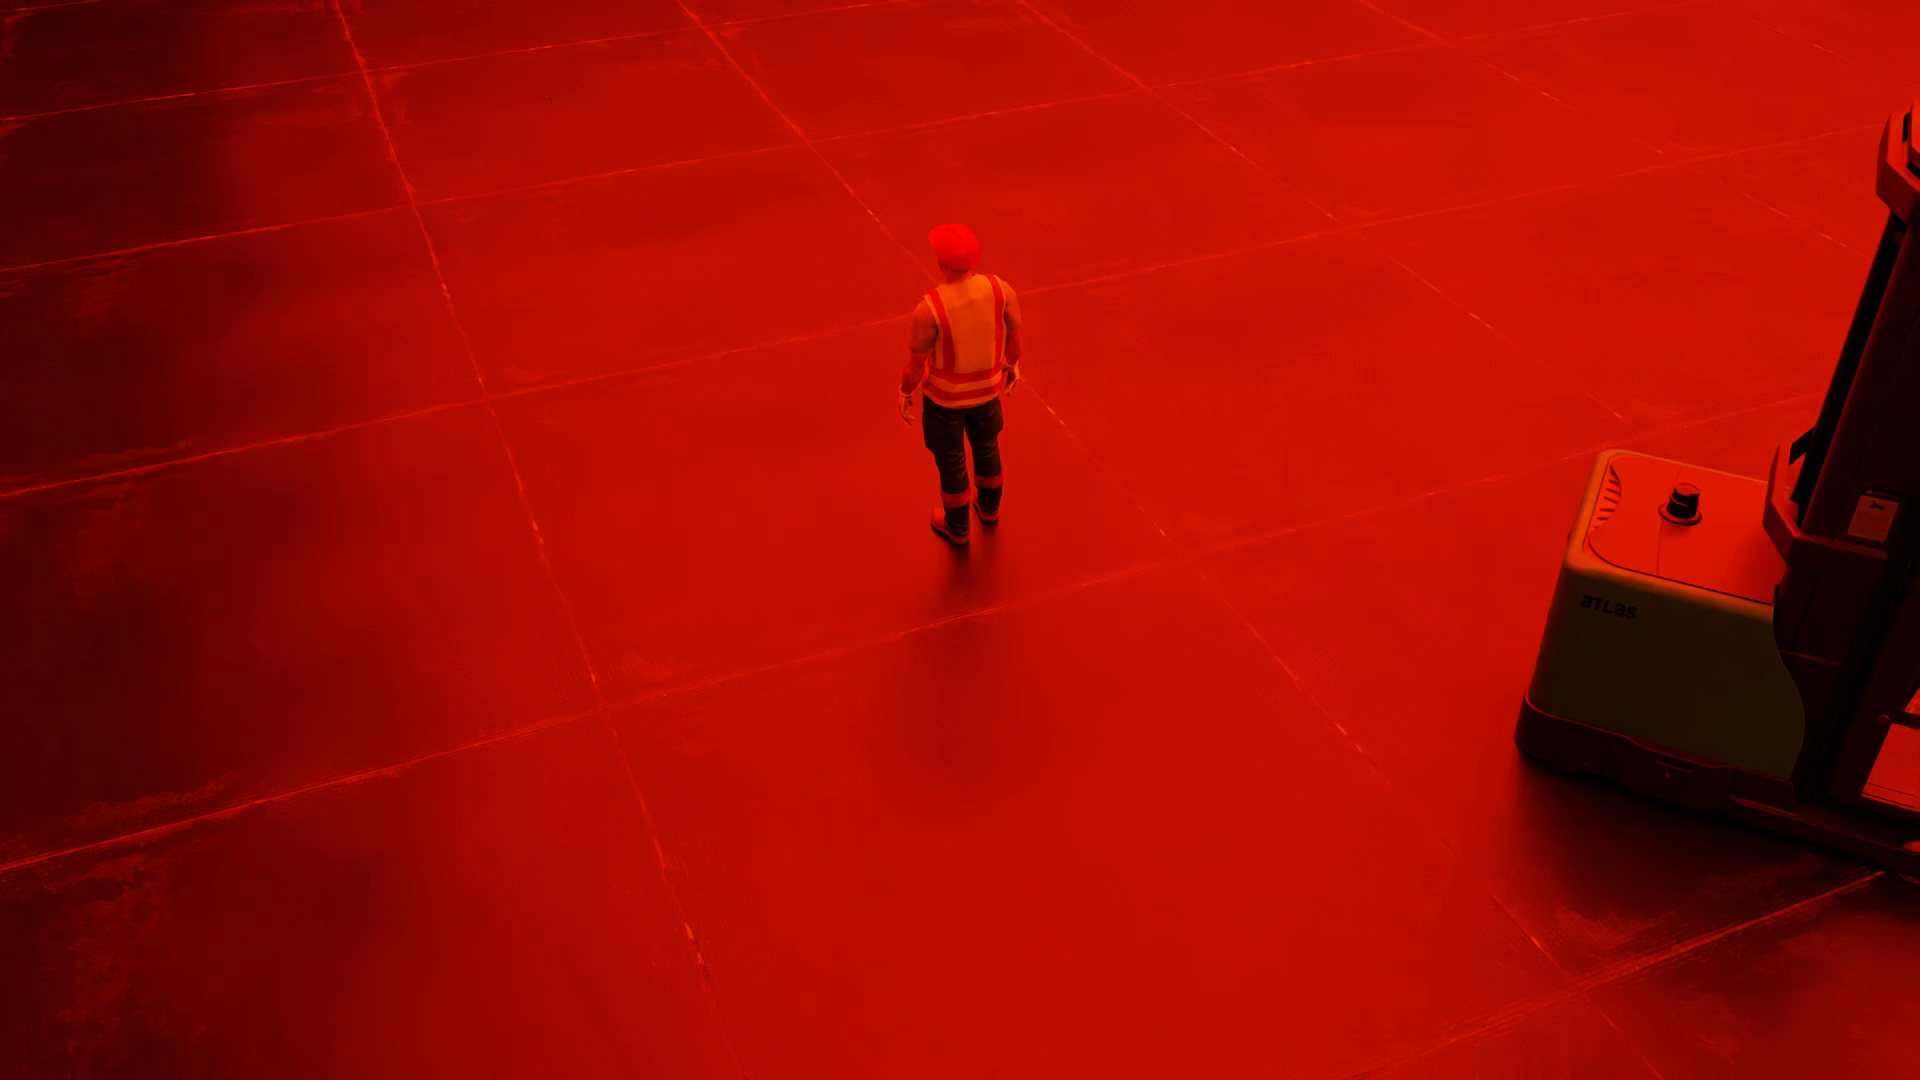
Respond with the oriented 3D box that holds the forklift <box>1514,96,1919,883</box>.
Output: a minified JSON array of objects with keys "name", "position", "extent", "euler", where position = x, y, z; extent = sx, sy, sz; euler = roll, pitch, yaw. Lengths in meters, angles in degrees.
[{"name":"forklift","position":[3.981,-0.120,6.268],"extent":[3.031,2.935,1.130],"euler":[16,38,21]}]

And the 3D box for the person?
[{"name":"person","position":[-0.021,-0.781,8.170],"extent":[0.637,1.790,0.562],"euler":[-14,38,-19]}]
